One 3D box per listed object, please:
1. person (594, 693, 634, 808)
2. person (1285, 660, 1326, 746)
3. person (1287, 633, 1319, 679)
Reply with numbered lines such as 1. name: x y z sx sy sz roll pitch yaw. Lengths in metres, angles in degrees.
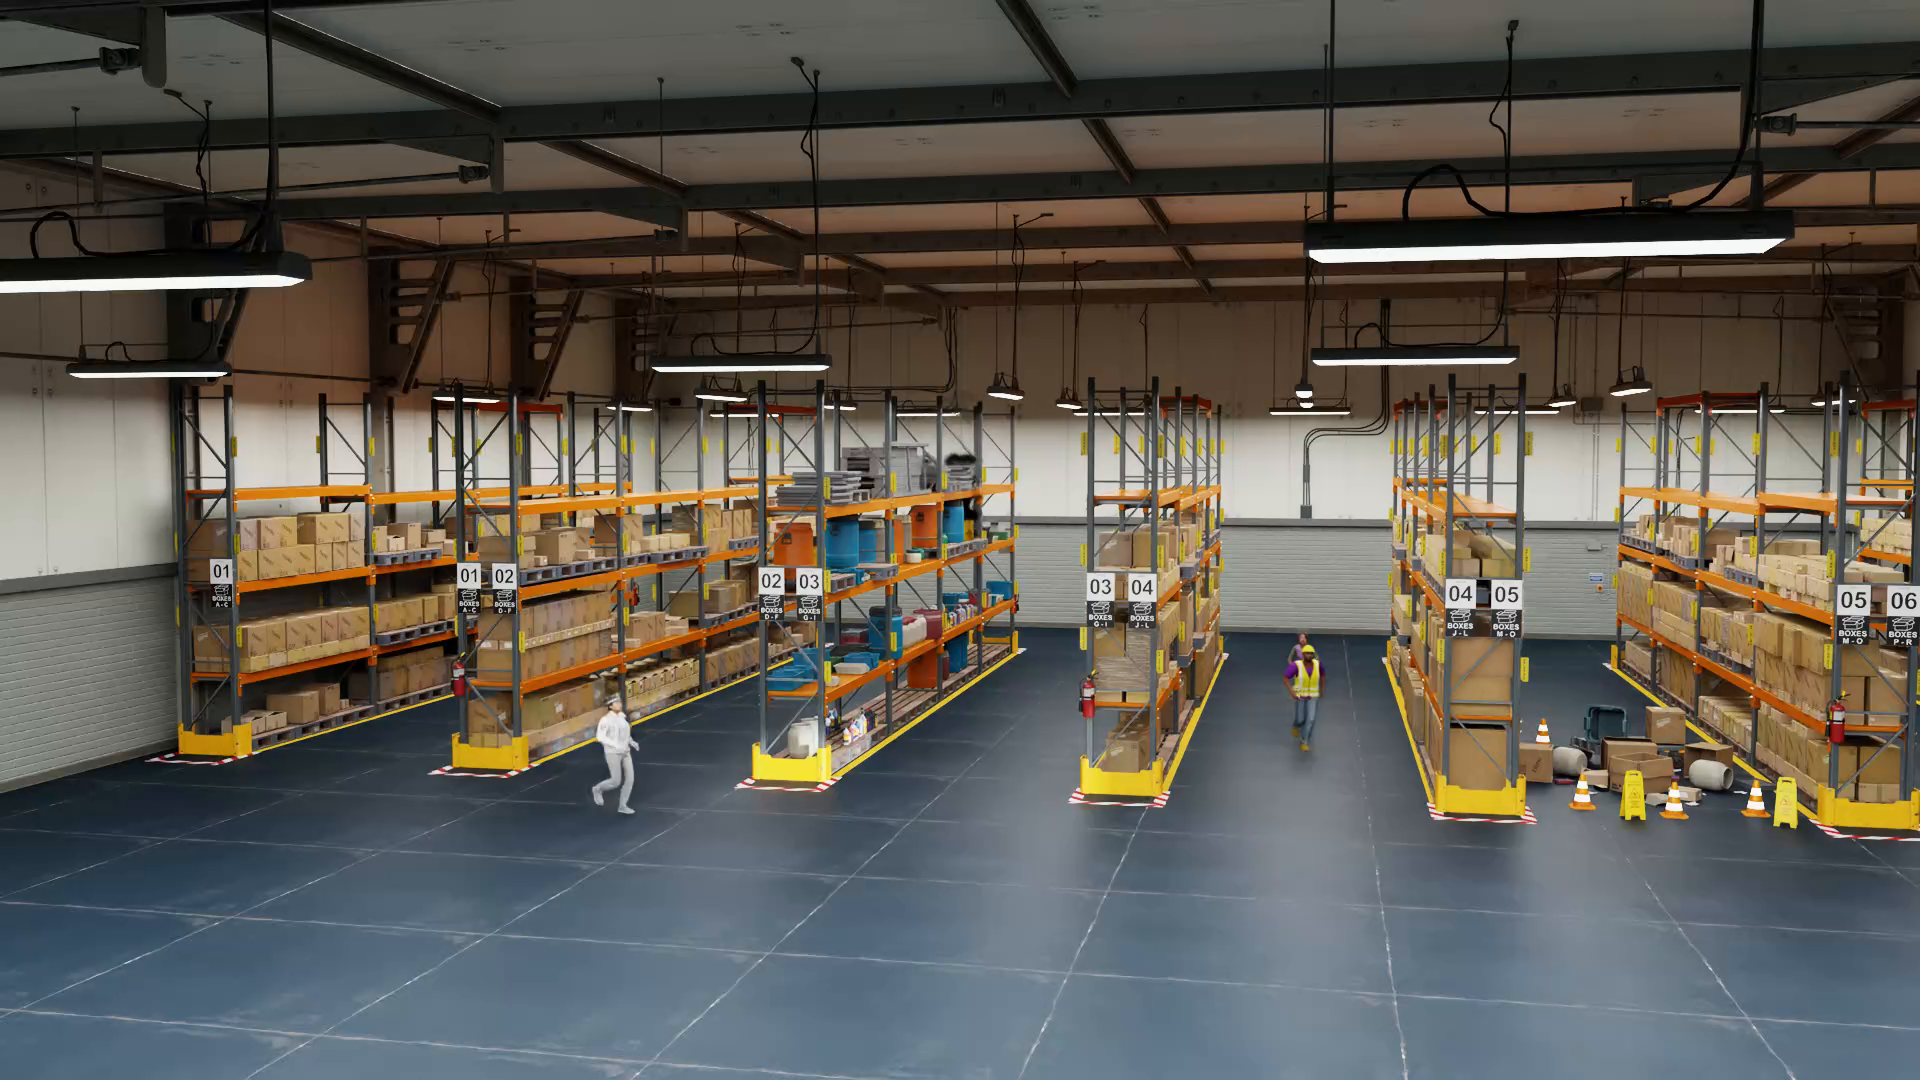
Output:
1. person: -4.708 2.872 22.743 0.554 1.593 0.385 2 4 32
2. person: 5.743 2.690 27.669 0.697 1.413 0.607 0 3 -5
3. person: 6.379 2.459 30.873 0.595 1.471 0.490 0 3 6
